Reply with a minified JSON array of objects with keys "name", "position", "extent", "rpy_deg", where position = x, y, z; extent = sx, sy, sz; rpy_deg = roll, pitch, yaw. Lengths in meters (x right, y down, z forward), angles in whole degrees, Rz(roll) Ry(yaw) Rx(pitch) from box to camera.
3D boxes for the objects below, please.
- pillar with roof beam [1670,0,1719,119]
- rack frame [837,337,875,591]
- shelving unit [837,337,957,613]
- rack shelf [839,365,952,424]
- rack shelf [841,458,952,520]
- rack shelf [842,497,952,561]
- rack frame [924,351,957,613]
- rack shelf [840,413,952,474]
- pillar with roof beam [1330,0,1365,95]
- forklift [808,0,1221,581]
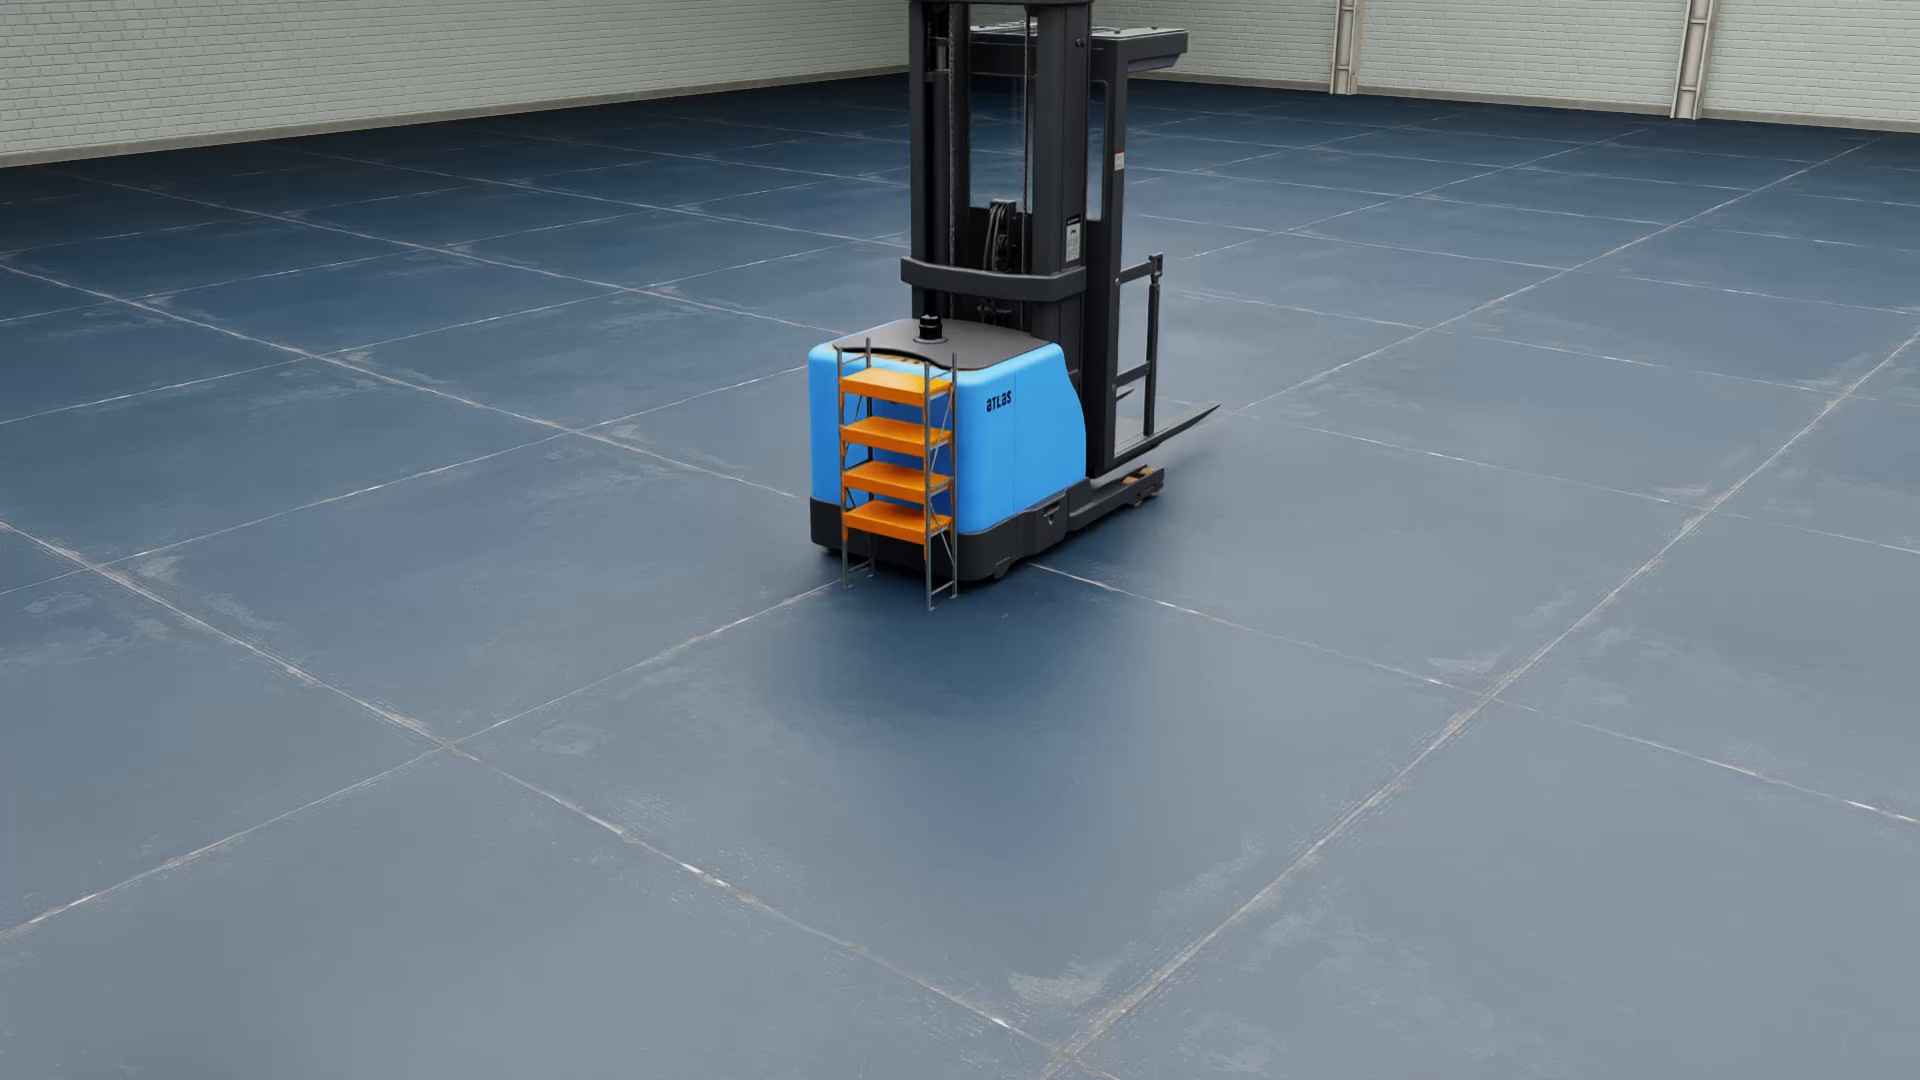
[{"name":"pillar with roof beam","position":[8.868,-9.780,21.849],"extent":[0.400,9.000,9.100],"rpy_deg":[16,26,36]},{"name":"rack frame","position":[-0.491,-0.353,7.905],"extent":[0.015,1.200,0.240],"rpy_deg":[13,24,31]},{"name":"shelving unit","position":[-0.288,-0.305,7.778],"extent":[0.503,1.200,0.258],"rpy_deg":[13,24,31]},{"name":"rack shelf","position":[-0.288,-0.673,7.639],"extent":[0.480,0.148,0.258],"rpy_deg":[13,24,31]},{"name":"rack shelf","position":[-0.288,-0.243,7.801],"extent":[0.480,0.148,0.258],"rpy_deg":[13,24,31]},{"name":"rack shelf","position":[-0.288,-0.057,7.872],"extent":[0.480,0.148,0.258],"rpy_deg":[13,24,31]},{"name":"rack frame","position":[-0.086,-0.258,7.651],"extent":[0.015,1.200,0.240],"rpy_deg":[13,24,31]},{"name":"rack shelf","position":[-0.288,-0.452,7.723],"extent":[0.480,0.148,0.258],"rpy_deg":[13,24,31]},{"name":"pillar with roof beam","position":[4.220,-11.118,25.398],"extent":[0.400,9.000,9.100],"rpy_deg":[16,26,36]},{"name":"forklift","position":[0.485,-1.638,8.857],"extent":[1.130,2.935,3.031],"rpy_deg":[14,25,32]}]
